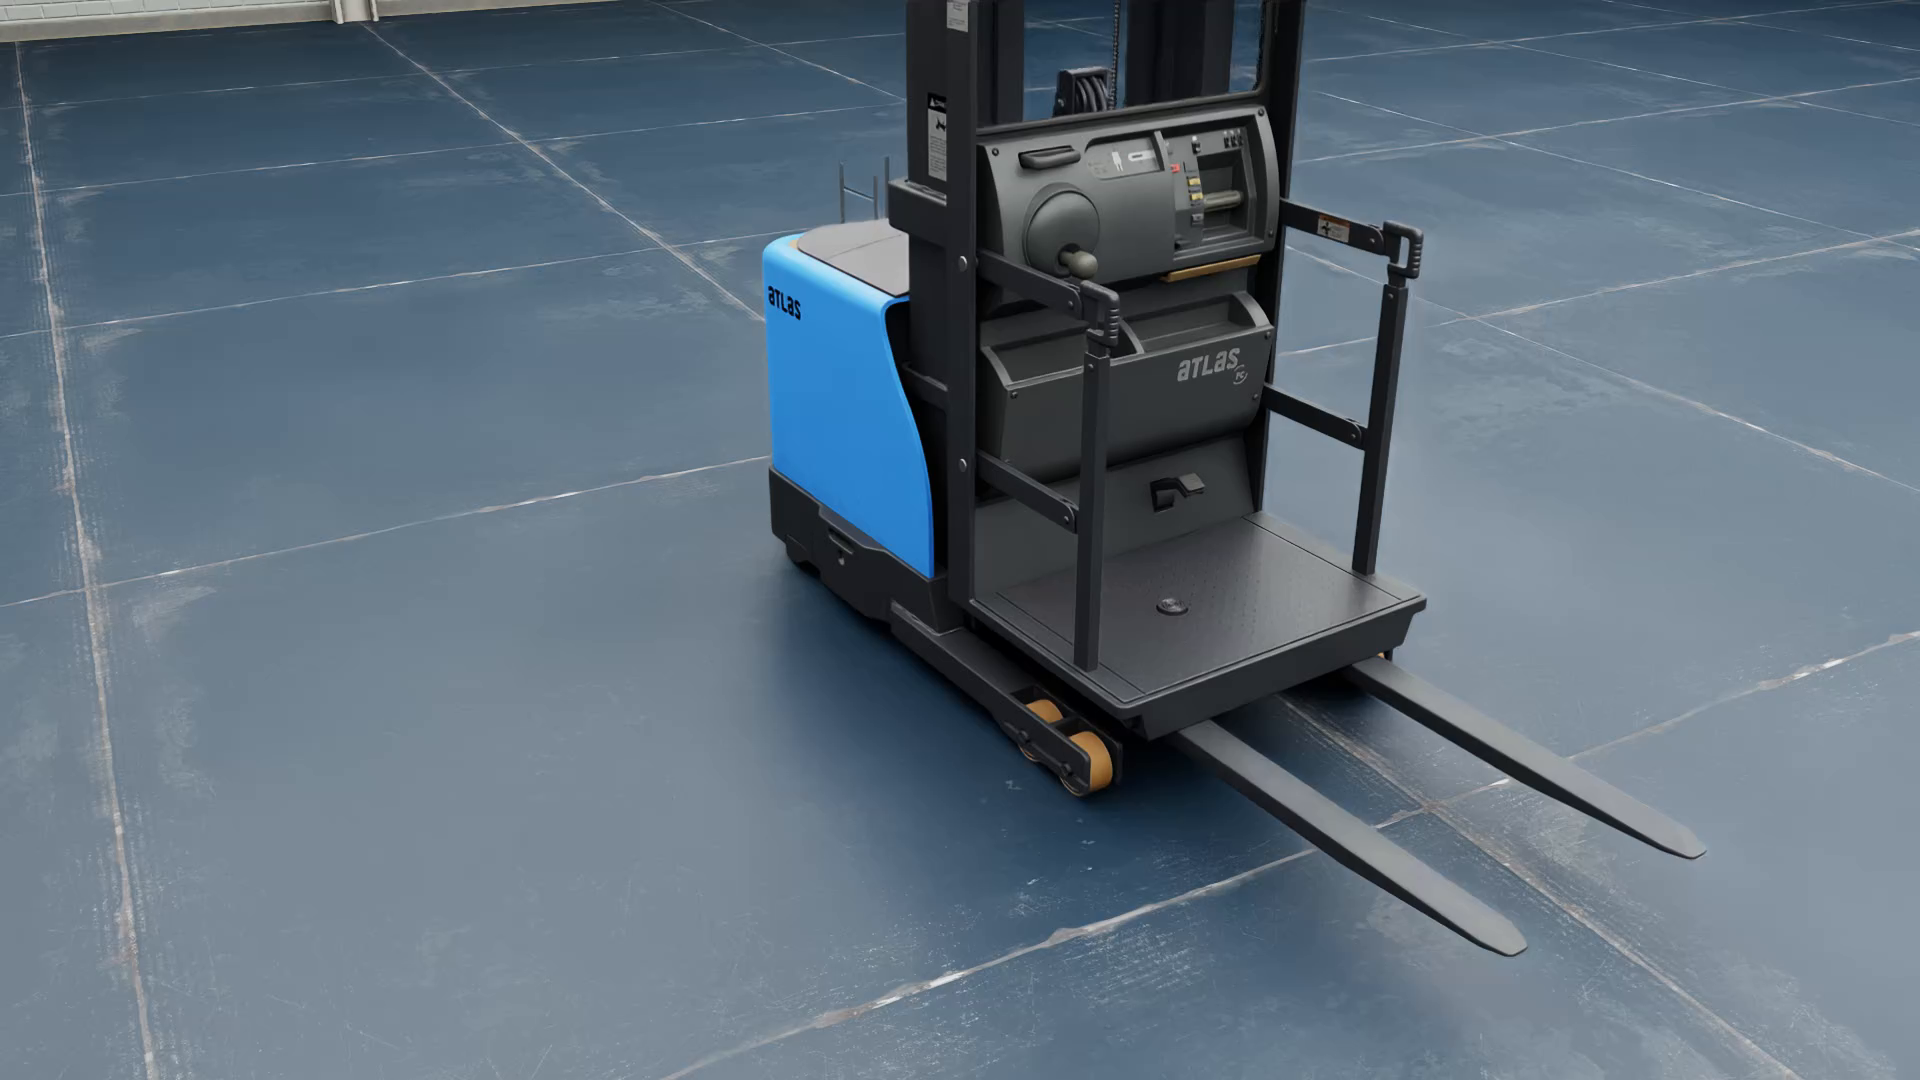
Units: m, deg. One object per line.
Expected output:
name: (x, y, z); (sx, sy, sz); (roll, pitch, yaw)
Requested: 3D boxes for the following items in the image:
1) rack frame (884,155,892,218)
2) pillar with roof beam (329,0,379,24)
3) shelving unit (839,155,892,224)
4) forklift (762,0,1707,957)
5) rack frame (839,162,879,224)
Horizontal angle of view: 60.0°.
rack frame: (-0.191, -0.744, 5.914); (0.006, 1.200, 0.240); (-17, 30, -31)
pillar with roof beam: (-3.966, -7.568, 11.115); (0.400, 9.000, 9.100); (-13, 29, -25)
shelving unit: (-0.266, -0.722, 5.867); (0.189, 1.200, 0.258); (-17, 30, -31)
forklift: (0.587, -0.886, 4.209); (1.130, 2.935, 3.031); (-16, 30, -30)
rack frame: (-0.341, -0.699, 5.820); (0.006, 1.200, 0.240); (-17, 30, -31)
